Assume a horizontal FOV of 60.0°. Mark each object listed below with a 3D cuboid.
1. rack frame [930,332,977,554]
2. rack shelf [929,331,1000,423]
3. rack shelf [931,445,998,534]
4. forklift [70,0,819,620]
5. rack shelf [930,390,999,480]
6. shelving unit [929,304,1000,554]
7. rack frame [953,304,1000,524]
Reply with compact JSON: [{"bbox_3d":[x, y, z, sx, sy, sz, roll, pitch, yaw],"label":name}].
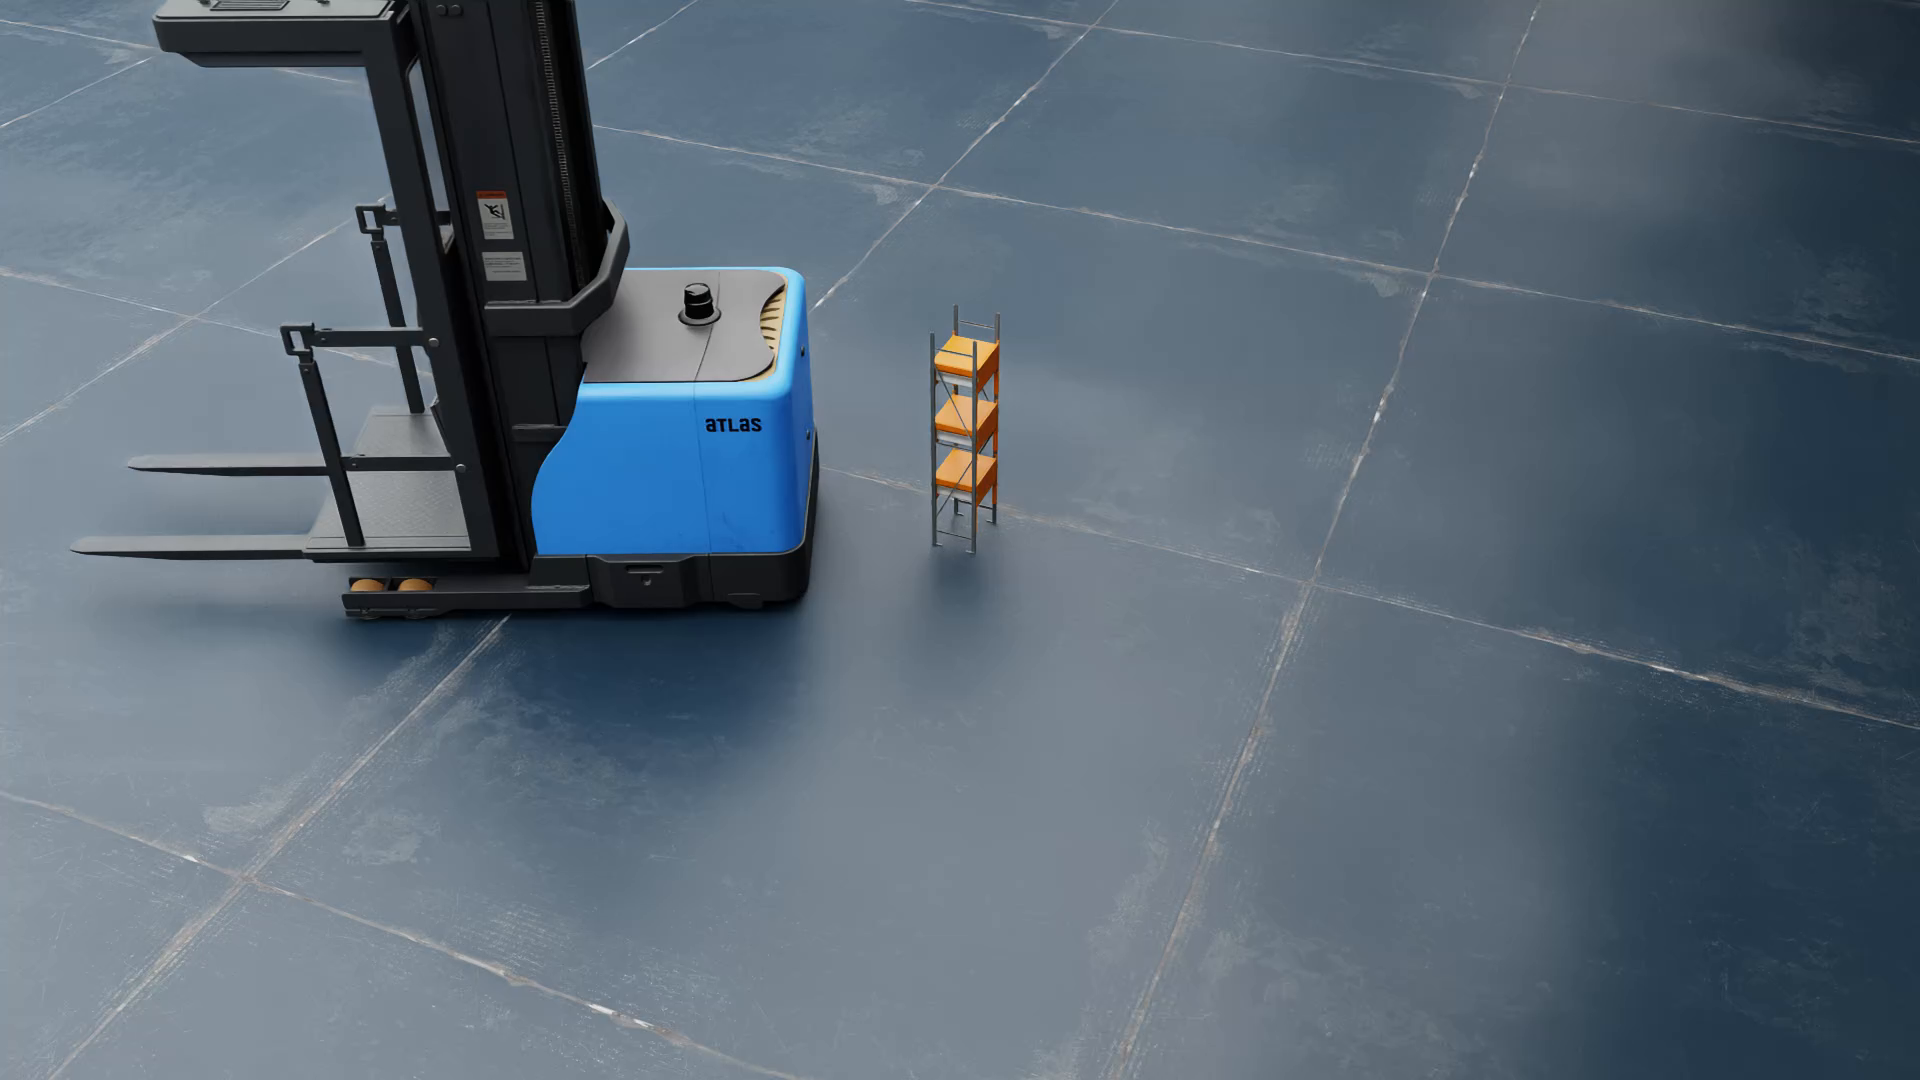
[{"bbox_3d":[-0.026,-0.383,6.885,0.200,1.050,0.008,14,39,18],"label":"rack frame"},{"bbox_3d":[0.020,-0.669,6.812,0.215,0.259,0.240,14,39,18],"label":"rack shelf"},{"bbox_3d":[0.020,-0.219,7.148,0.215,0.259,0.240,14,39,18],"label":"rack shelf"},{"bbox_3d":[-2.147,-1.168,6.364,3.031,2.935,1.130,-1,37,-1],"label":"forklift"},{"bbox_3d":[0.020,-0.442,6.982,0.215,0.259,0.240,14,39,18],"label":"rack shelf"},{"bbox_3d":[0.020,-0.450,6.975,0.215,1.050,0.252,14,39,18],"label":"shelving unit"},{"bbox_3d":[0.067,-0.518,7.066,0.200,1.050,0.008,14,39,18],"label":"rack frame"}]
